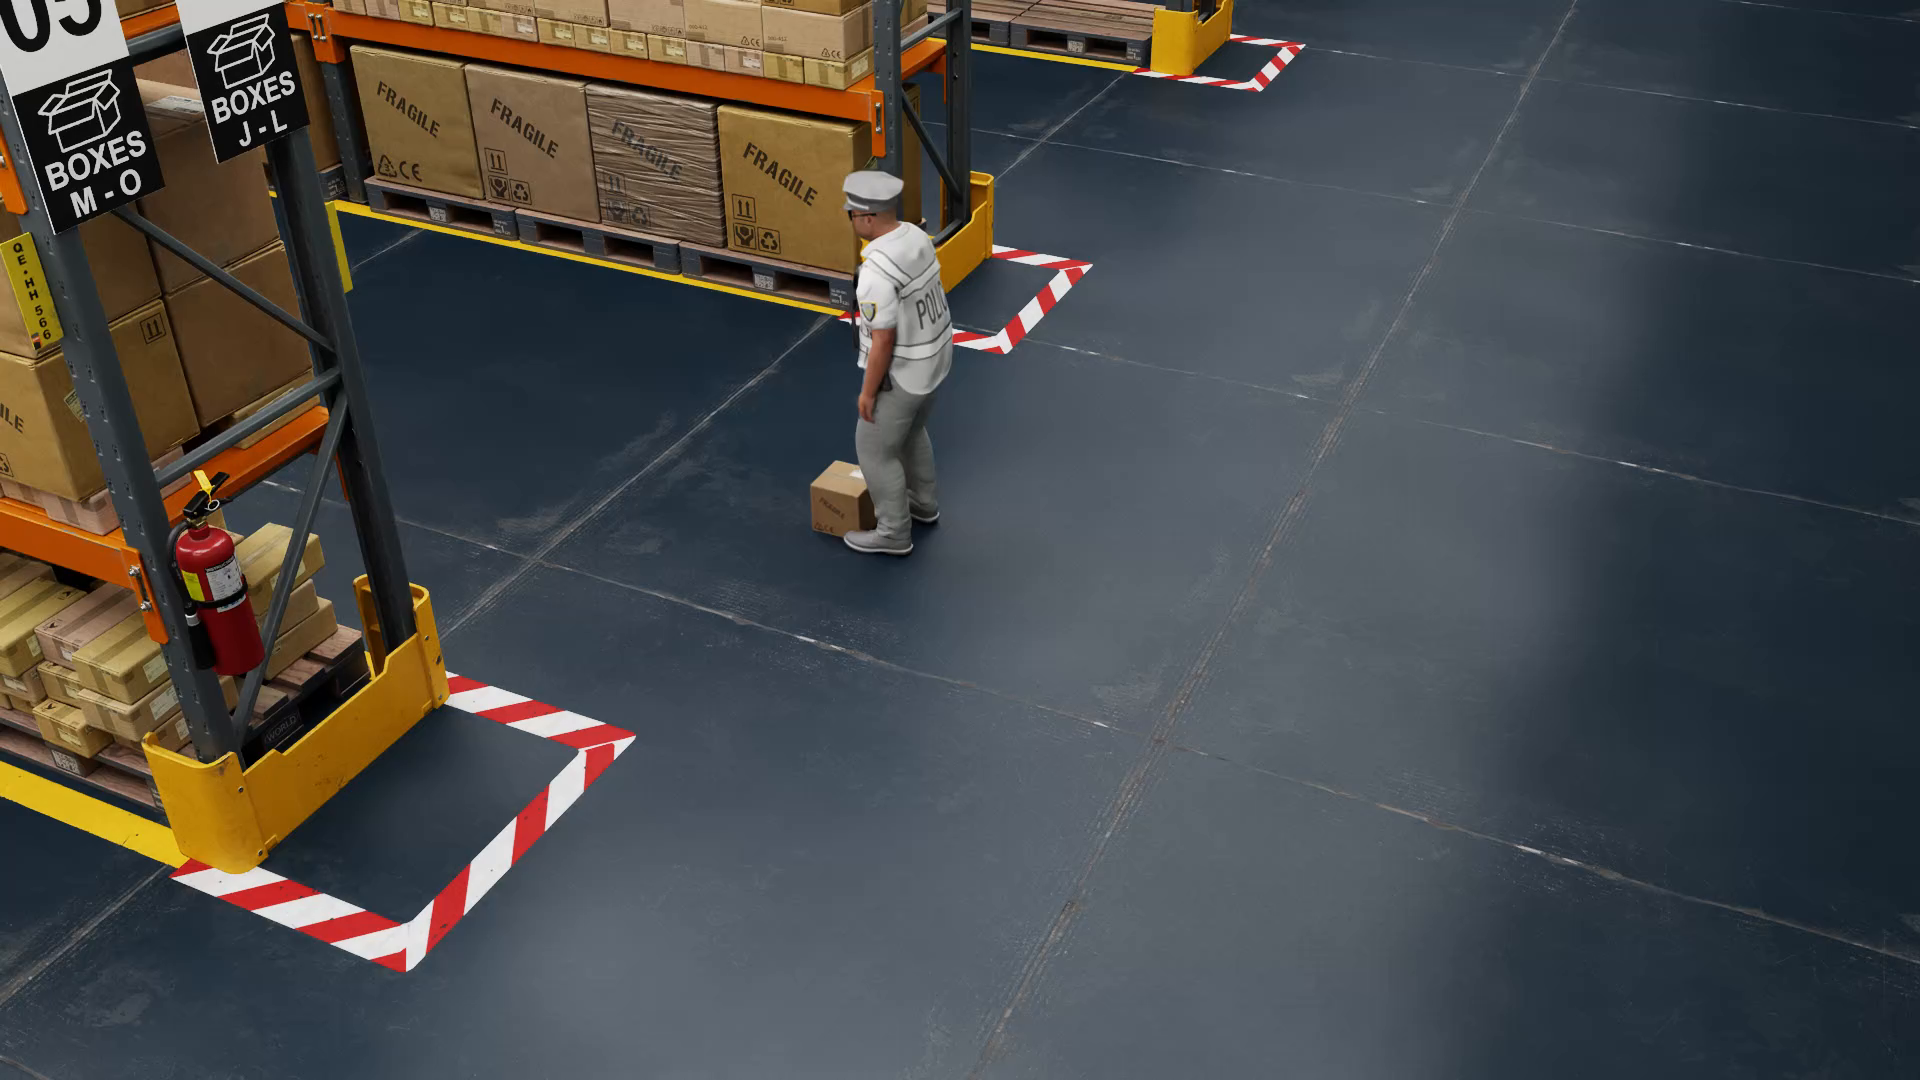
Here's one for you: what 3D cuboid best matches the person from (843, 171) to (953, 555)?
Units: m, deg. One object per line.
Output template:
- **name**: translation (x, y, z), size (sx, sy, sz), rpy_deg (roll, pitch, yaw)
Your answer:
- **person**: translation (-0.272, -0.748, 7.267), size (0.446, 1.746, 0.588), rpy_deg (13, 36, 19)
